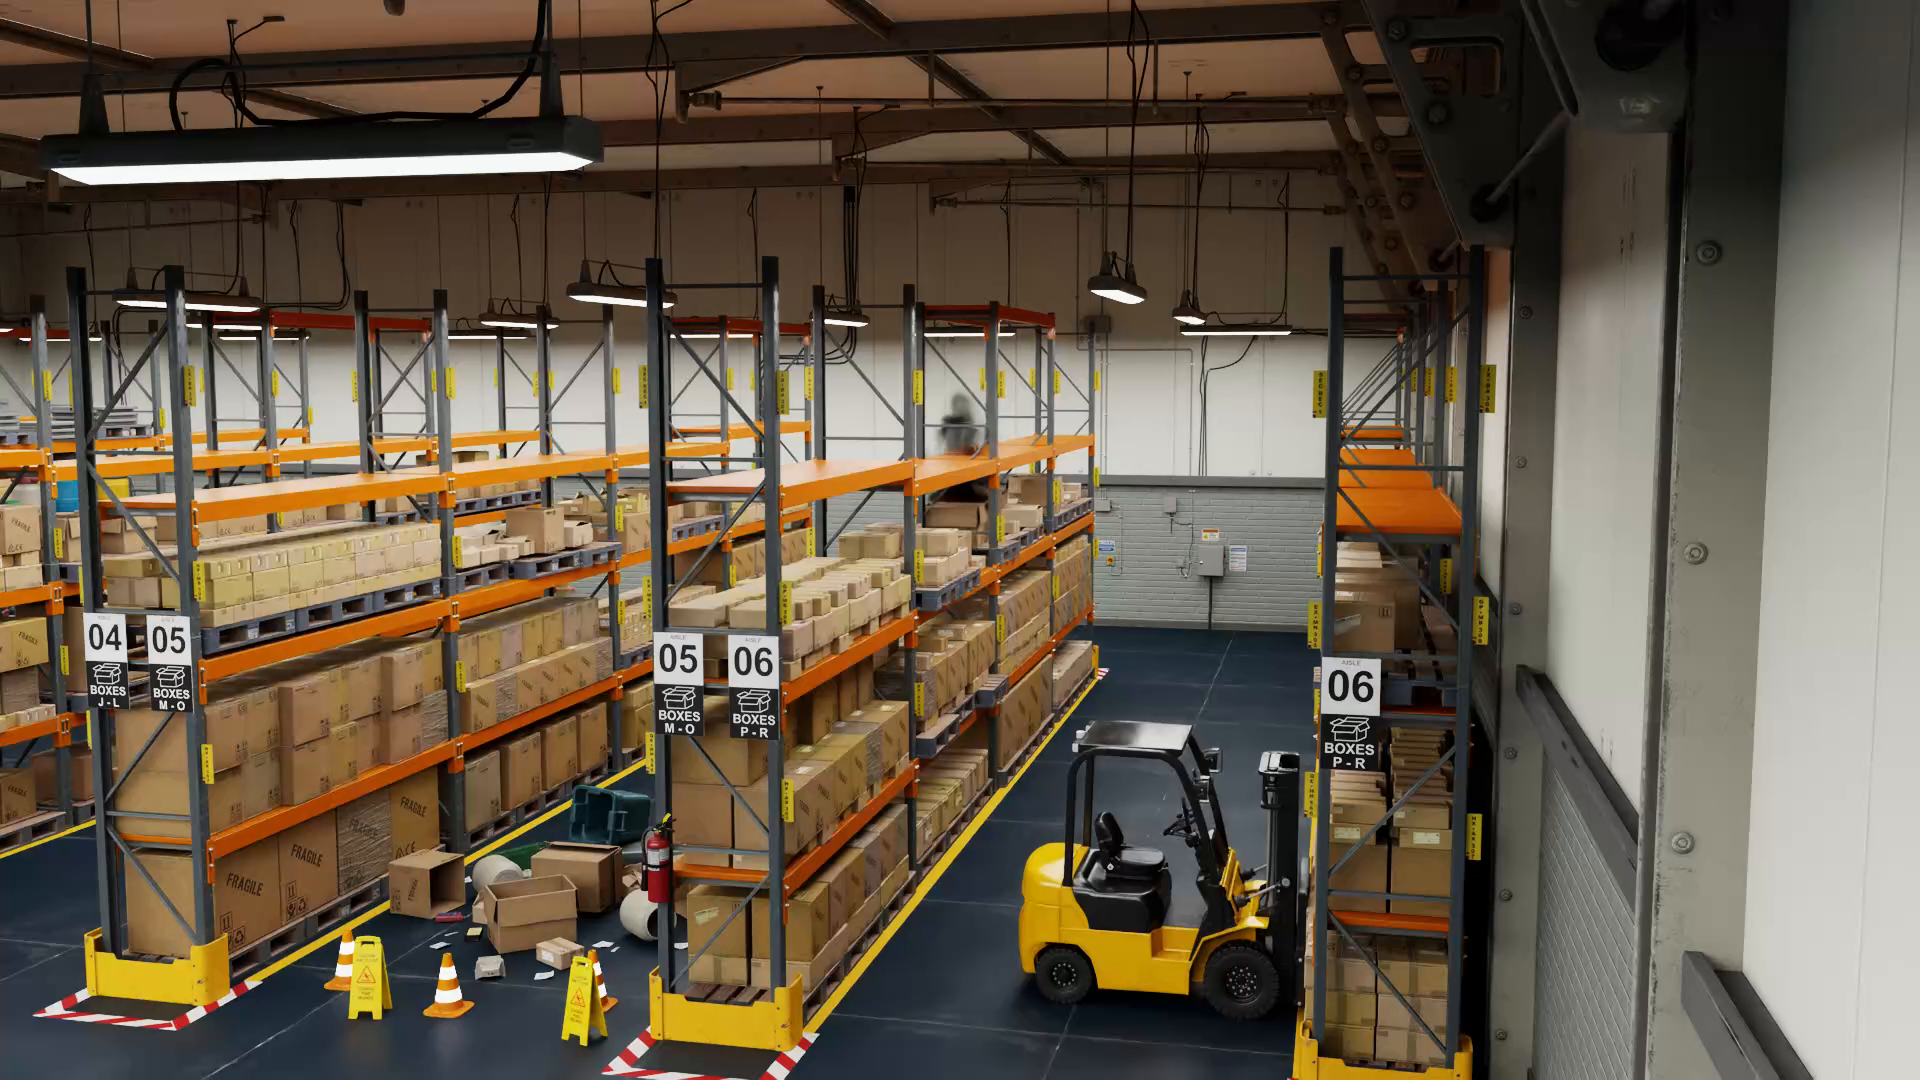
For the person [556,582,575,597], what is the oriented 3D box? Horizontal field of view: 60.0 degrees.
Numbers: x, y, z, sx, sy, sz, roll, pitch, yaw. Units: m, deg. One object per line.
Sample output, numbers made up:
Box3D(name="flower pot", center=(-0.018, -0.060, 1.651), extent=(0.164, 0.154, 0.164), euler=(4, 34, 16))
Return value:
Box3D(name="person", center=(-7.610, 1.144, 31.720), extent=(0.757, 1.689, 0.609), euler=(3, 7, 31))
